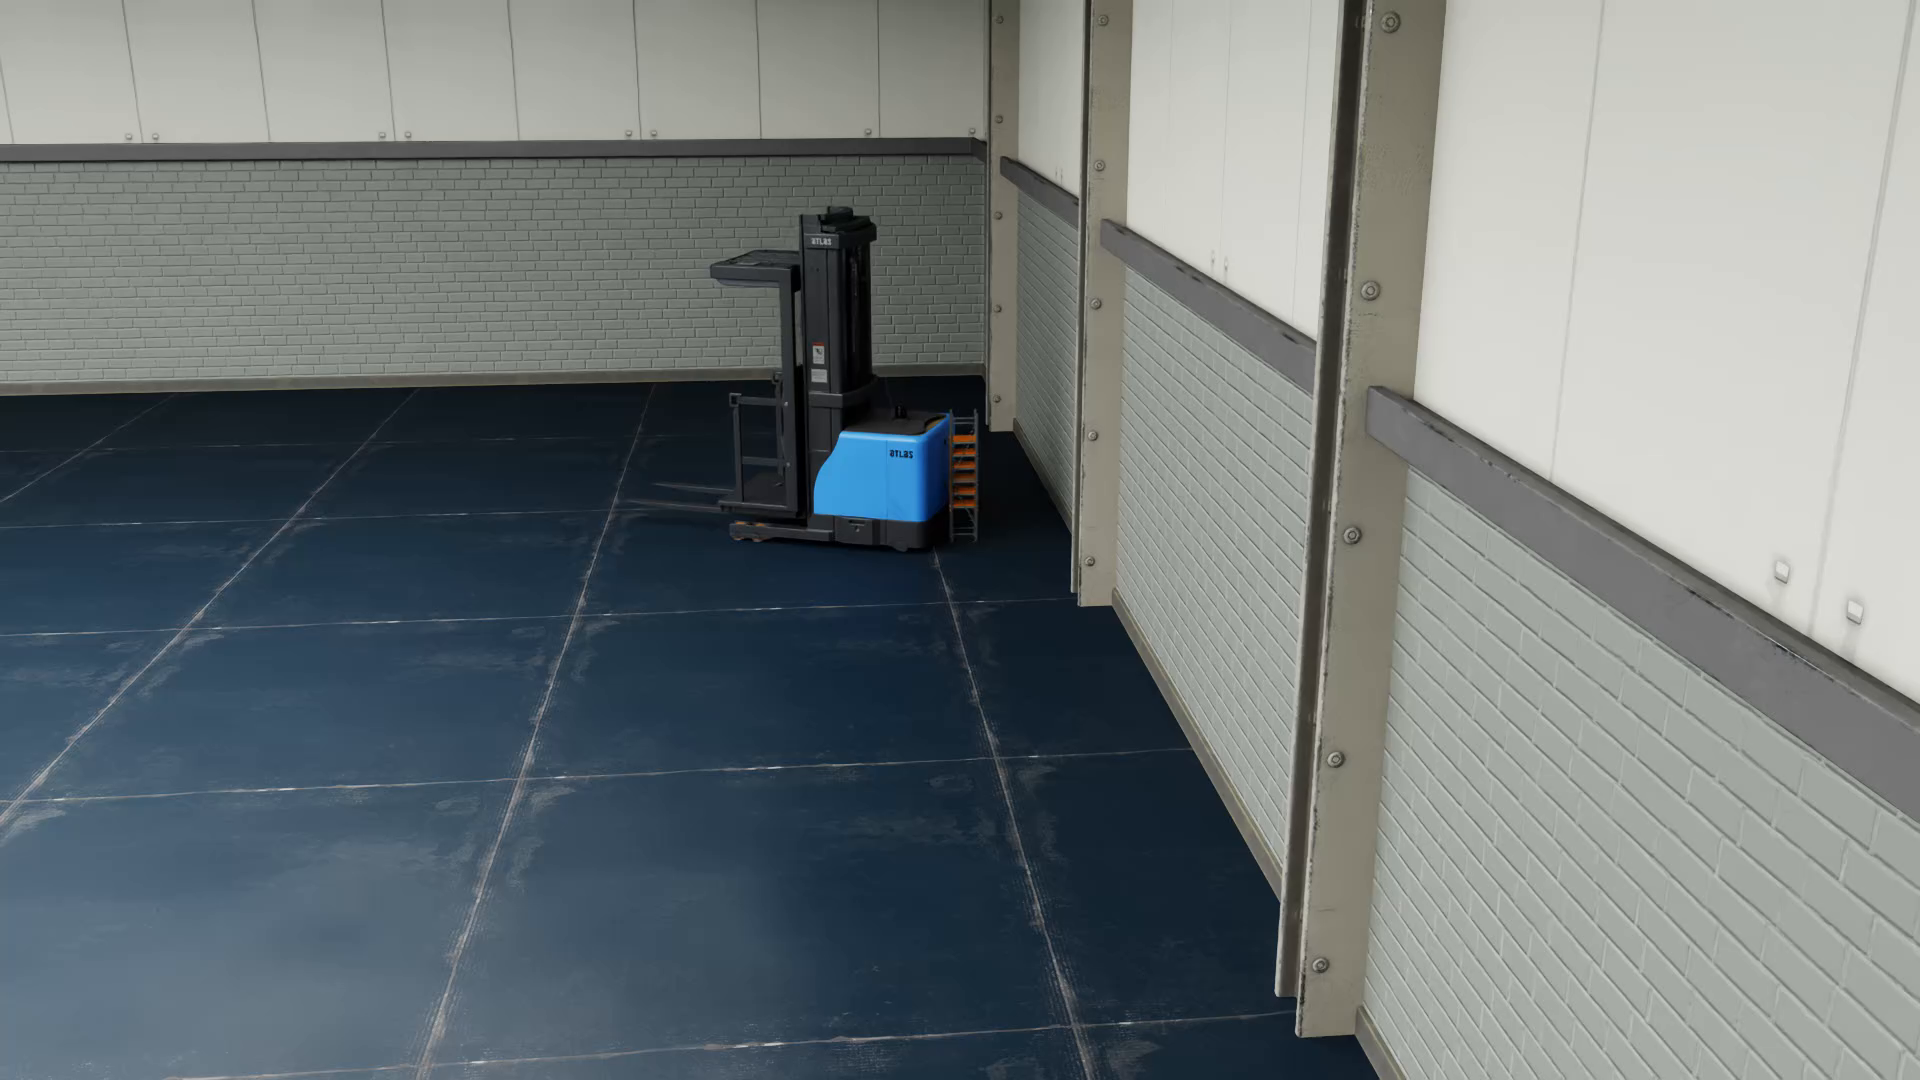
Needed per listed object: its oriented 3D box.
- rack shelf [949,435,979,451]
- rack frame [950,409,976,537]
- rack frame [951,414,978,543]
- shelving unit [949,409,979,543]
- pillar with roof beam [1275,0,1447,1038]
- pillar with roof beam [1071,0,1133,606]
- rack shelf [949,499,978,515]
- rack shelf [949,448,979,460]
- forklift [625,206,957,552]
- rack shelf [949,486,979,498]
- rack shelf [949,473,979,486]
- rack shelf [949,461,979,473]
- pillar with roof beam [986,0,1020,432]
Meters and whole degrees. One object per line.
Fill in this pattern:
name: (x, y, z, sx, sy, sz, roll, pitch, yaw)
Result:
rack shelf: (0.033, -0.874, 14.904, 0.258, 0.103, 0.180, -1, 17, -4)
rack frame: (0.026, -0.600, 15.086, 0.240, 1.200, 0.006, -1, 17, -4)
rack frame: (0.038, -0.546, 14.911, 0.240, 1.200, 0.006, -1, 17, -4)
shelving unit: (0.032, -0.573, 14.998, 0.258, 1.200, 0.189, -1, 17, -4)
pillar with roof beam: (-2.569, -1.899, 6.202, 9.100, 9.000, 0.400, -2, 18, -6)
pillar with roof beam: (-3.187, -3.687, 11.896, 9.100, 9.000, 0.400, -2, 18, -6)
rack shelf: (0.032, -0.302, 15.084, 0.258, 0.103, 0.180, -1, 17, -4)
rack shelf: (0.032, -0.760, 14.940, 0.258, 0.103, 0.180, -1, 17, -4)
forklift: (-1.601, -1.524, 15.140, 3.031, 2.935, 1.130, 5, 18, 15)
rack shelf: (0.032, -0.416, 15.048, 0.258, 0.103, 0.180, -1, 17, -4)
rack shelf: (0.032, -0.531, 15.012, 0.258, 0.103, 0.180, -1, 17, -4)
rack shelf: (0.032, -0.645, 14.976, 0.258, 0.103, 0.180, -1, 17, -4)
pillar with roof beam: (-3.806, -5.474, 17.590, 9.100, 9.000, 0.400, -2, 18, -6)
